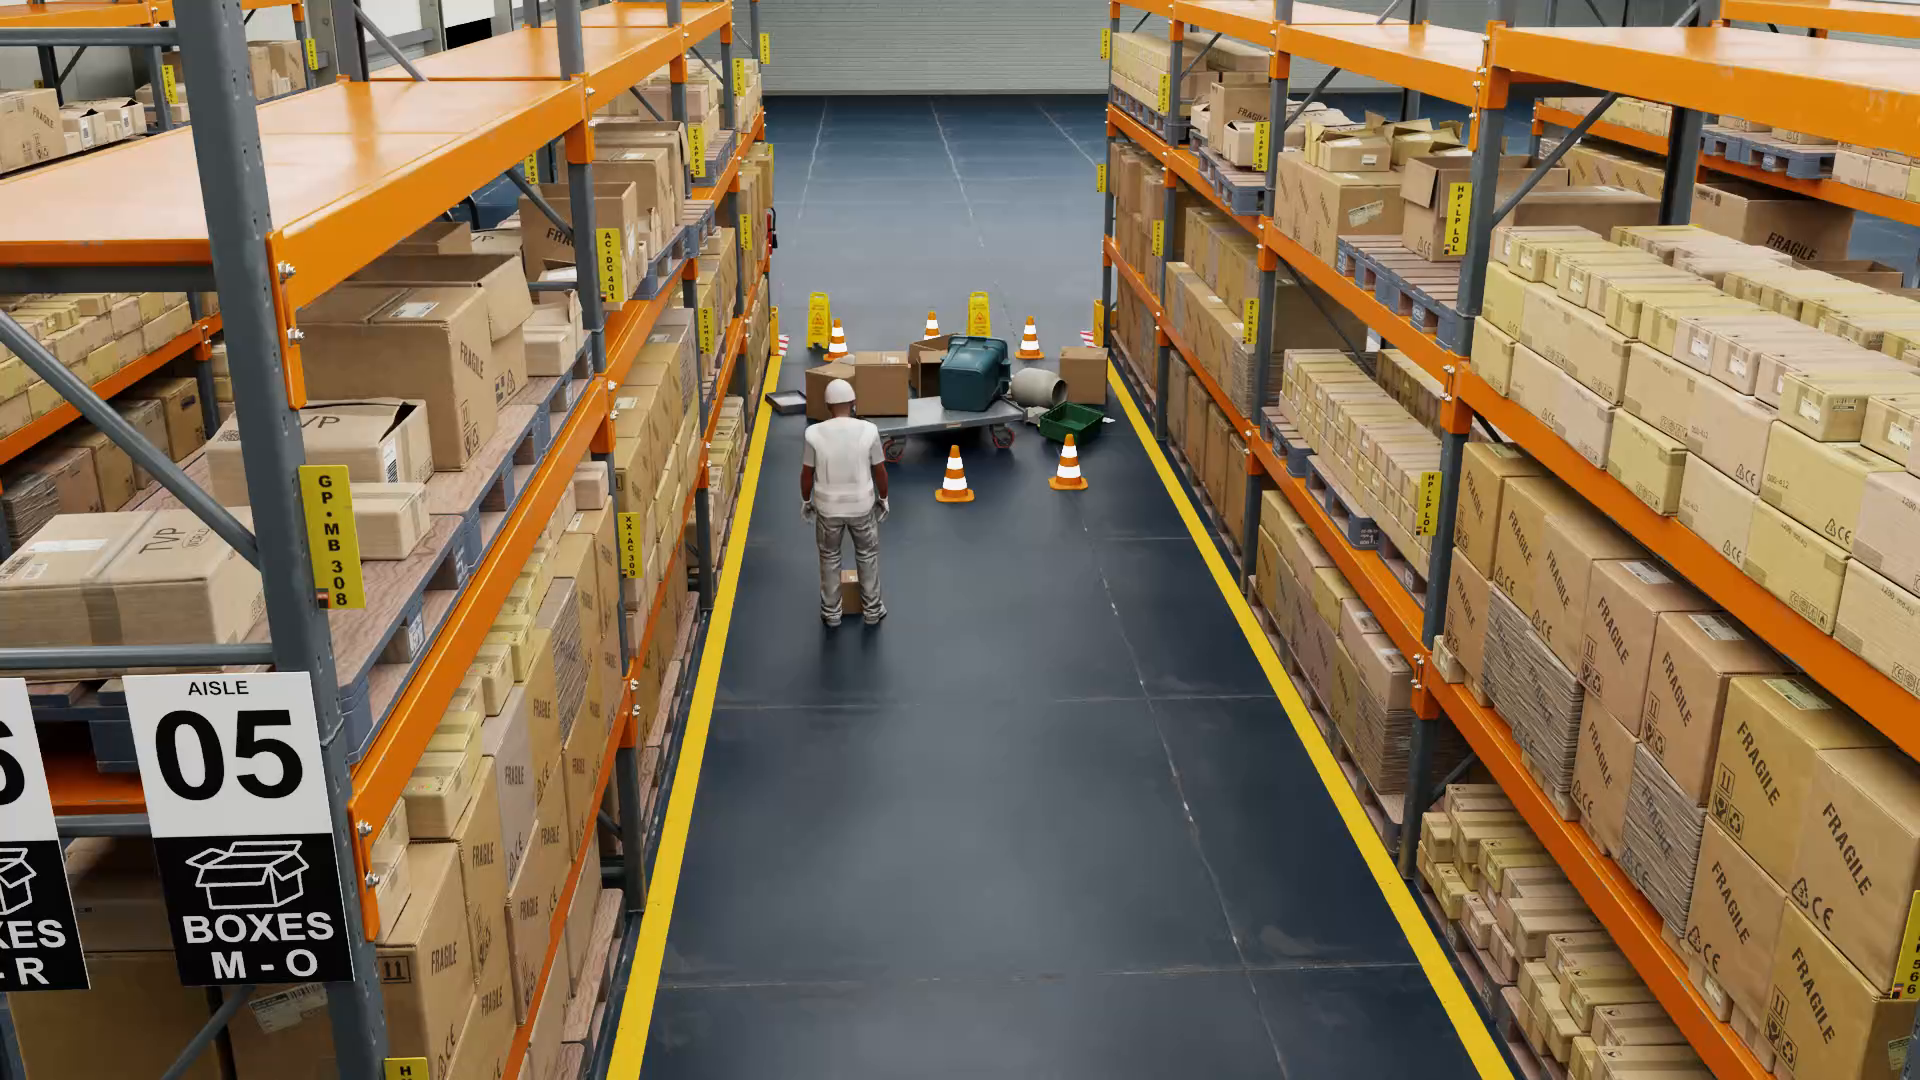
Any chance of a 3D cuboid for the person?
[{"bbox_3d":[-0.809,-0.254,11.749,0.616,1.775,0.448,-1,20,-3],"label":"person"}]
